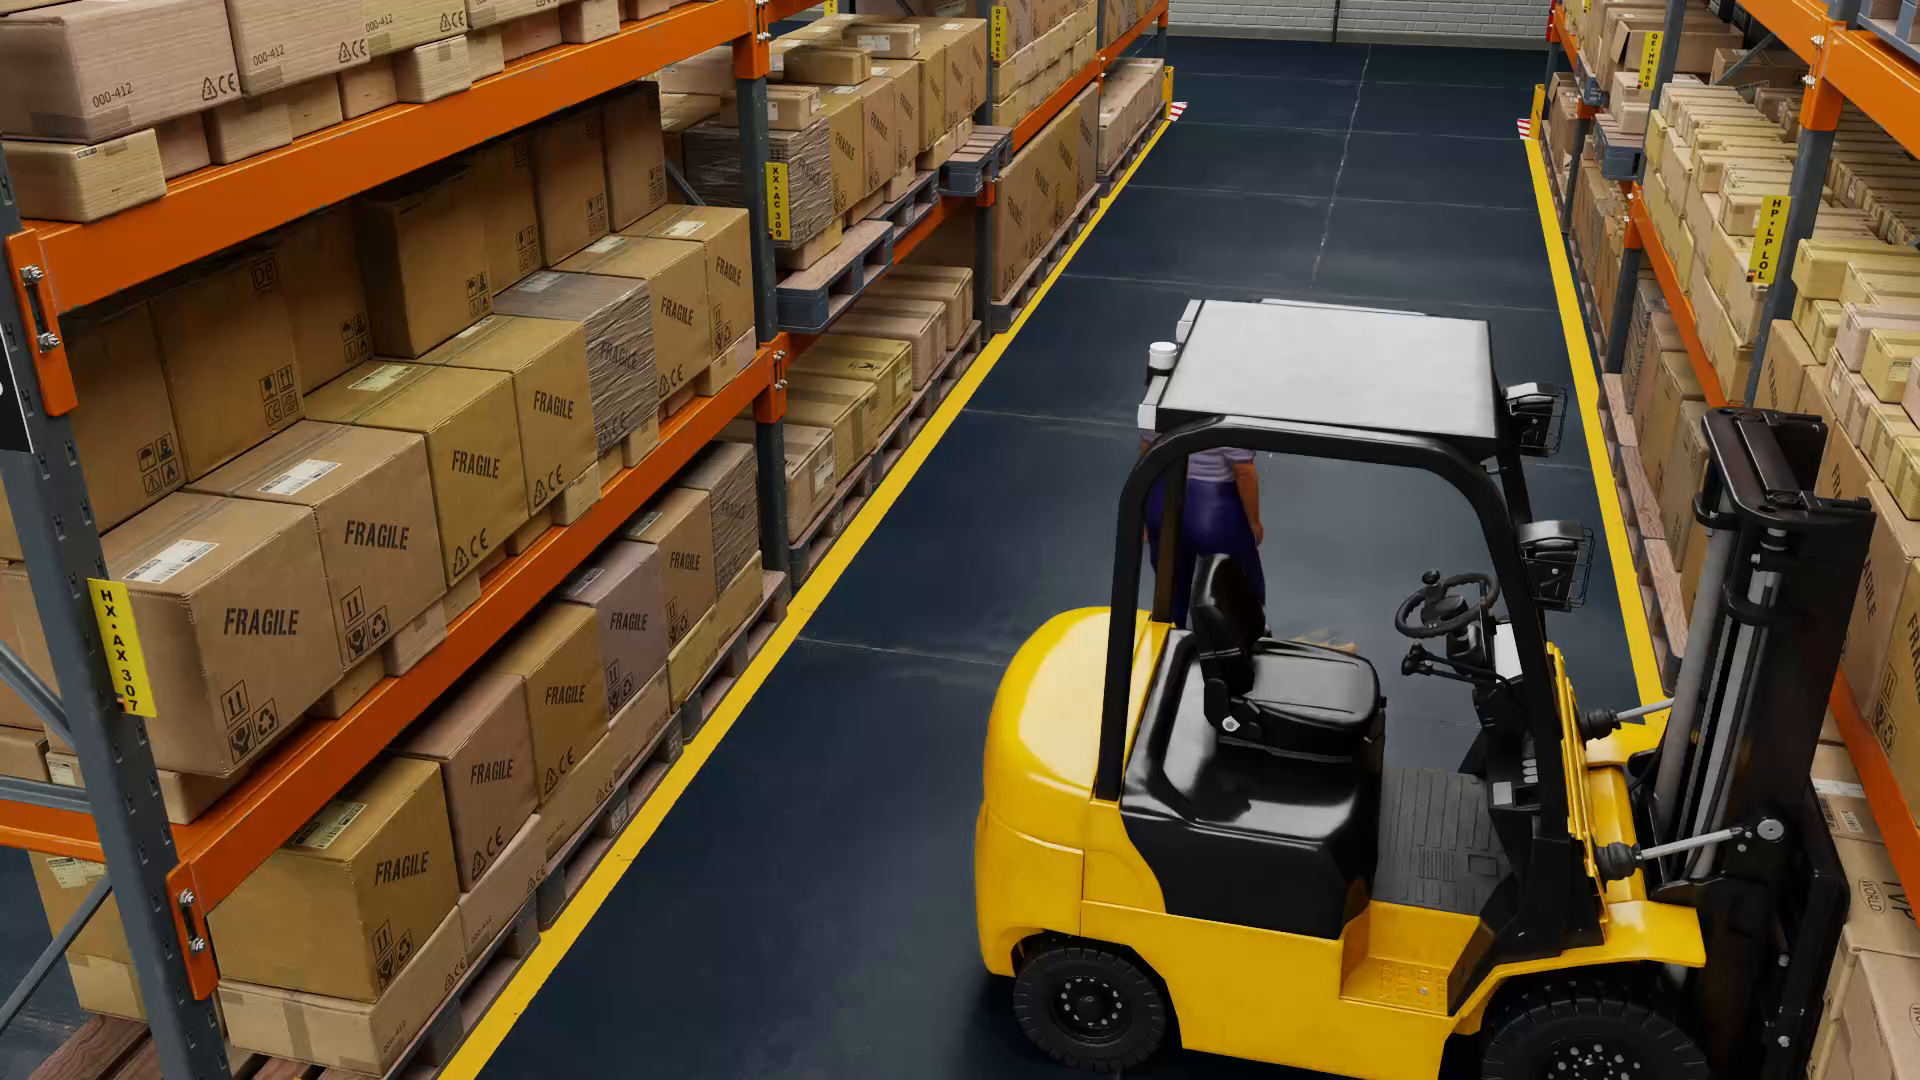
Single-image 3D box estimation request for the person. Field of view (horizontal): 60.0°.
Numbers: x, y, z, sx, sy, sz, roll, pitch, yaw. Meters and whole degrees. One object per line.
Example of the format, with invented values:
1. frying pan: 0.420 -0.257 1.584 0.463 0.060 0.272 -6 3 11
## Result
1. person: 0.992 -0.059 6.725 0.663 1.631 0.461 18 31 33
